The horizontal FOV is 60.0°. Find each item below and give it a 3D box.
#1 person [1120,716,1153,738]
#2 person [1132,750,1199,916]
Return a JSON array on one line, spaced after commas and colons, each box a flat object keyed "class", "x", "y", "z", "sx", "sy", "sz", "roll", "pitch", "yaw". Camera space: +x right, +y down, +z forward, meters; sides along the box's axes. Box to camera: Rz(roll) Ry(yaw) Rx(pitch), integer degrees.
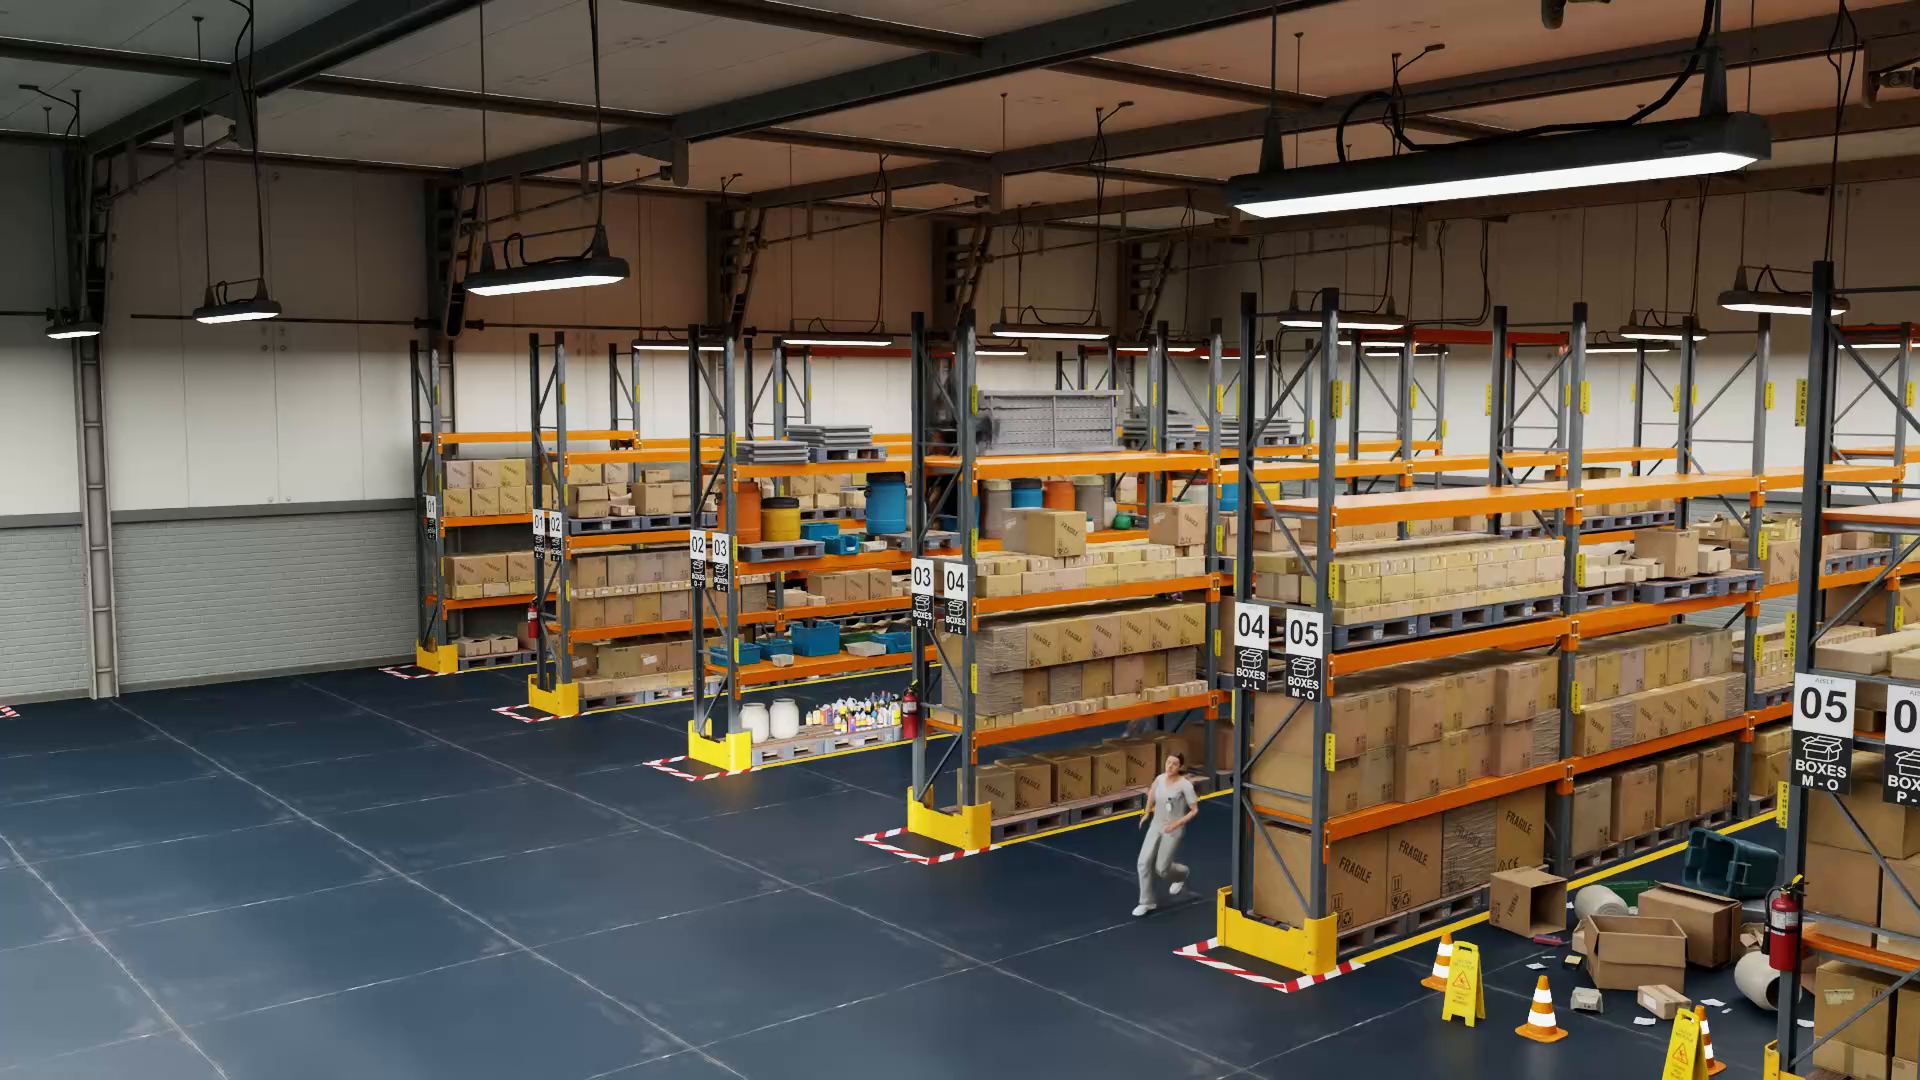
[{"class": "person", "x": 2.478, "y": 1.872, "z": 23.105, "sx": 0.898, "sy": 1.779, "sz": 0.659, "roll": -5, "pitch": 7, "yaw": -44}, {"class": "person", "x": 2.083, "y": 2.860, "z": 16.348, "sx": 0.605, "sy": 1.642, "sz": 0.736, "roll": 5, "pitch": 7, "yaw": 42}]
